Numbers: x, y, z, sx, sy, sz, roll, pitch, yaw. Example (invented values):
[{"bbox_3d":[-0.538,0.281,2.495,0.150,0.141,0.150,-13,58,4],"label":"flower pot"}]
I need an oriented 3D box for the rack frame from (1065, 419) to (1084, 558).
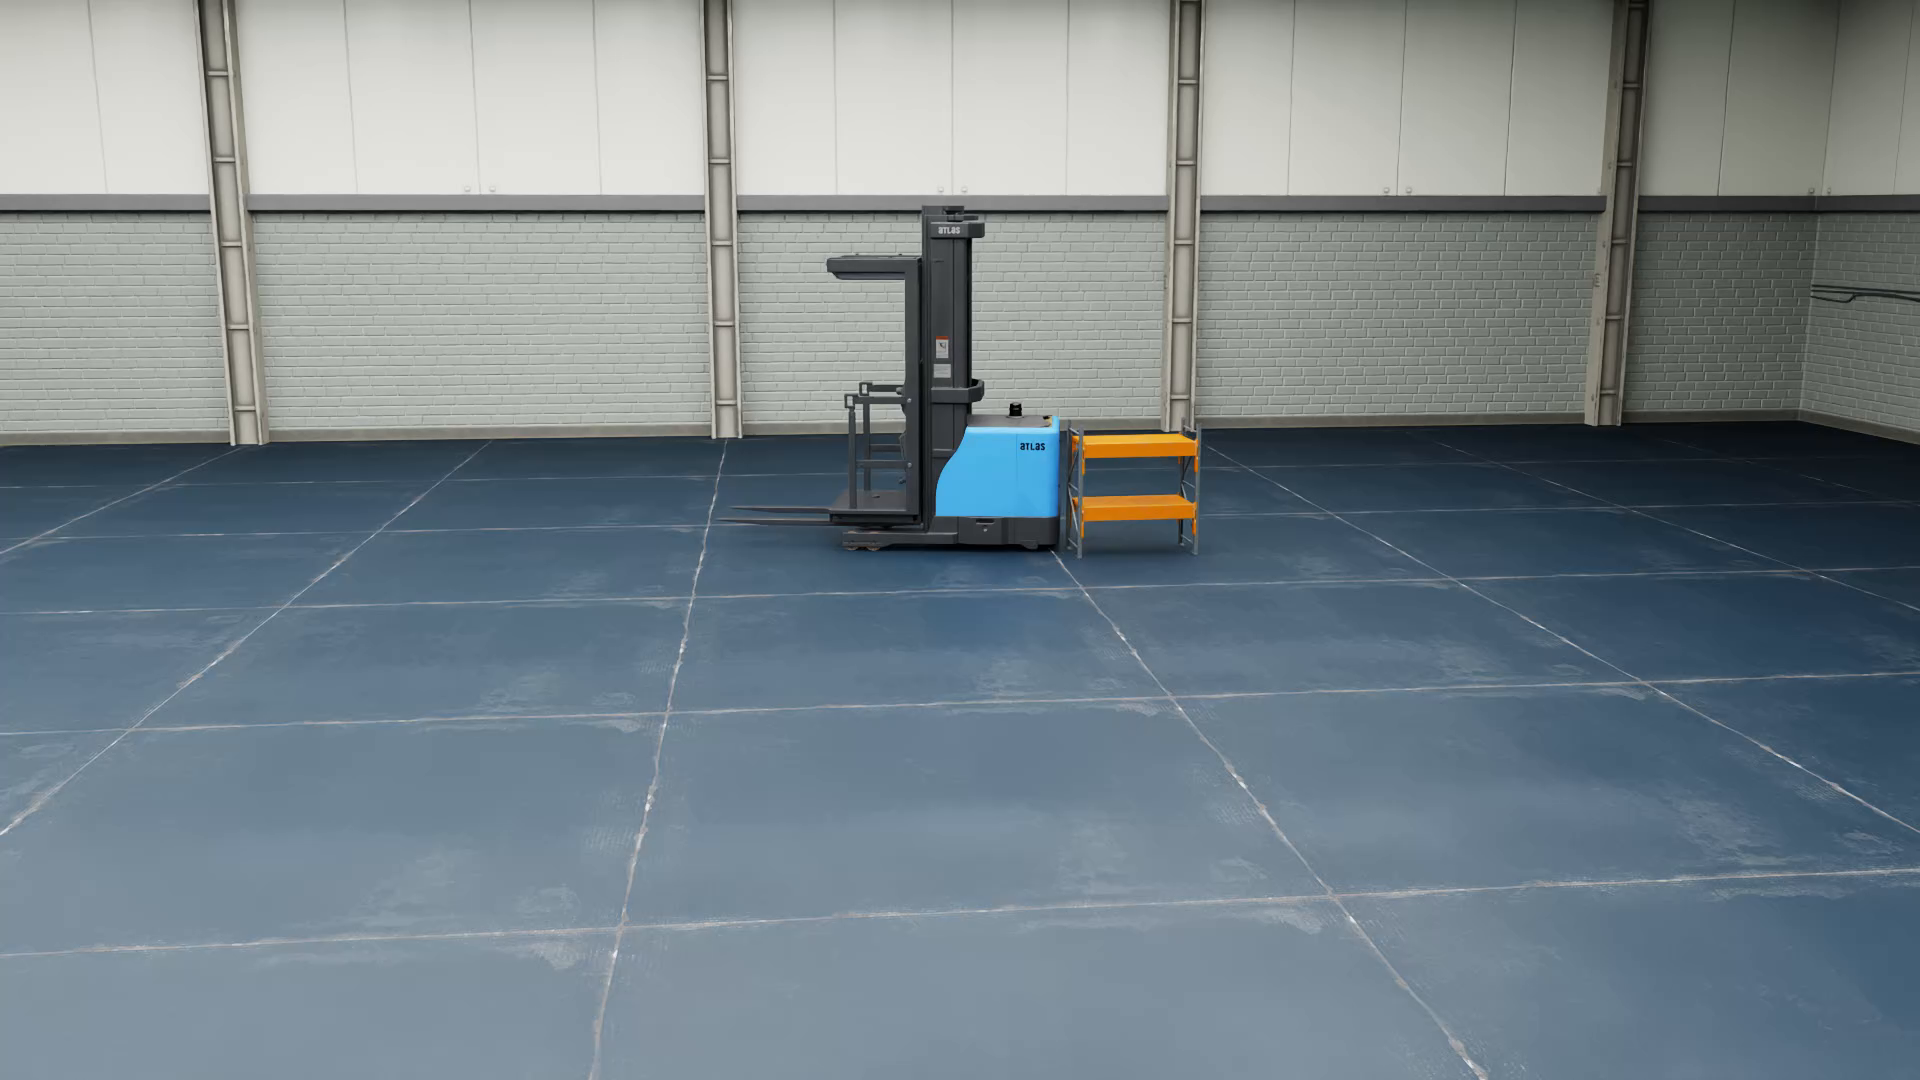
[{"bbox_3d":[0.977,-0.444,14.211,0.032,1.125,0.500,-2,11,-9],"label":"rack frame"}]

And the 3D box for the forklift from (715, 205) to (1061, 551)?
[{"bbox_3d":[-0.626,-1.446,14.628,3.031,2.935,1.130,1,11,4],"label":"forklift"}]

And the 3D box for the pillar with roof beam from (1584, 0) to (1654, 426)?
[{"bbox_3d":[9.353,-5.192,17.949,0.400,9.000,9.100,-1,11,-6],"label":"pillar with roof beam"}]

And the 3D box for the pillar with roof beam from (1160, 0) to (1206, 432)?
[{"bbox_3d":[3.388,-5.067,17.313,0.400,9.000,9.100,-1,11,-6],"label":"pillar with roof beam"}]

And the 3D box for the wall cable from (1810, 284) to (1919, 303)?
[{"bbox_3d":[11.960,-4.301,21.470,0.112,2.526,3.097,-1,11,-6],"label":"wall cable"}]

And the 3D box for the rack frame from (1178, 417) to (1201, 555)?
[{"bbox_3d":[1.982,-0.474,14.365,0.032,1.125,0.500,-2,11,-9],"label":"rack frame"}]

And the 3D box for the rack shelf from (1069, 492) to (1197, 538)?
[{"bbox_3d":[1.480,-0.219,14.335,1.000,0.278,0.538,-2,11,-9],"label":"rack shelf"}]

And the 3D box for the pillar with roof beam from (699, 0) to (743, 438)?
[{"bbox_3d":[-2.577,-4.942,16.677,0.400,9.000,9.100,-1,11,-6],"label":"pillar with roof beam"}]

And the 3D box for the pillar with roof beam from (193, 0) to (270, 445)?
[{"bbox_3d":[-8.542,-4.817,16.041,0.400,9.000,9.100,-1,11,-6],"label":"pillar with roof beam"}]

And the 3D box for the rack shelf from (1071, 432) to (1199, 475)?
[{"bbox_3d":[1.480,-0.746,14.232,1.000,0.278,0.538,-2,11,-9],"label":"rack shelf"}]

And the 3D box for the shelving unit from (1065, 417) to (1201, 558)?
[{"bbox_3d":[1.480,-0.459,14.288,1.048,1.125,0.538,-2,11,-9],"label":"shelving unit"}]
